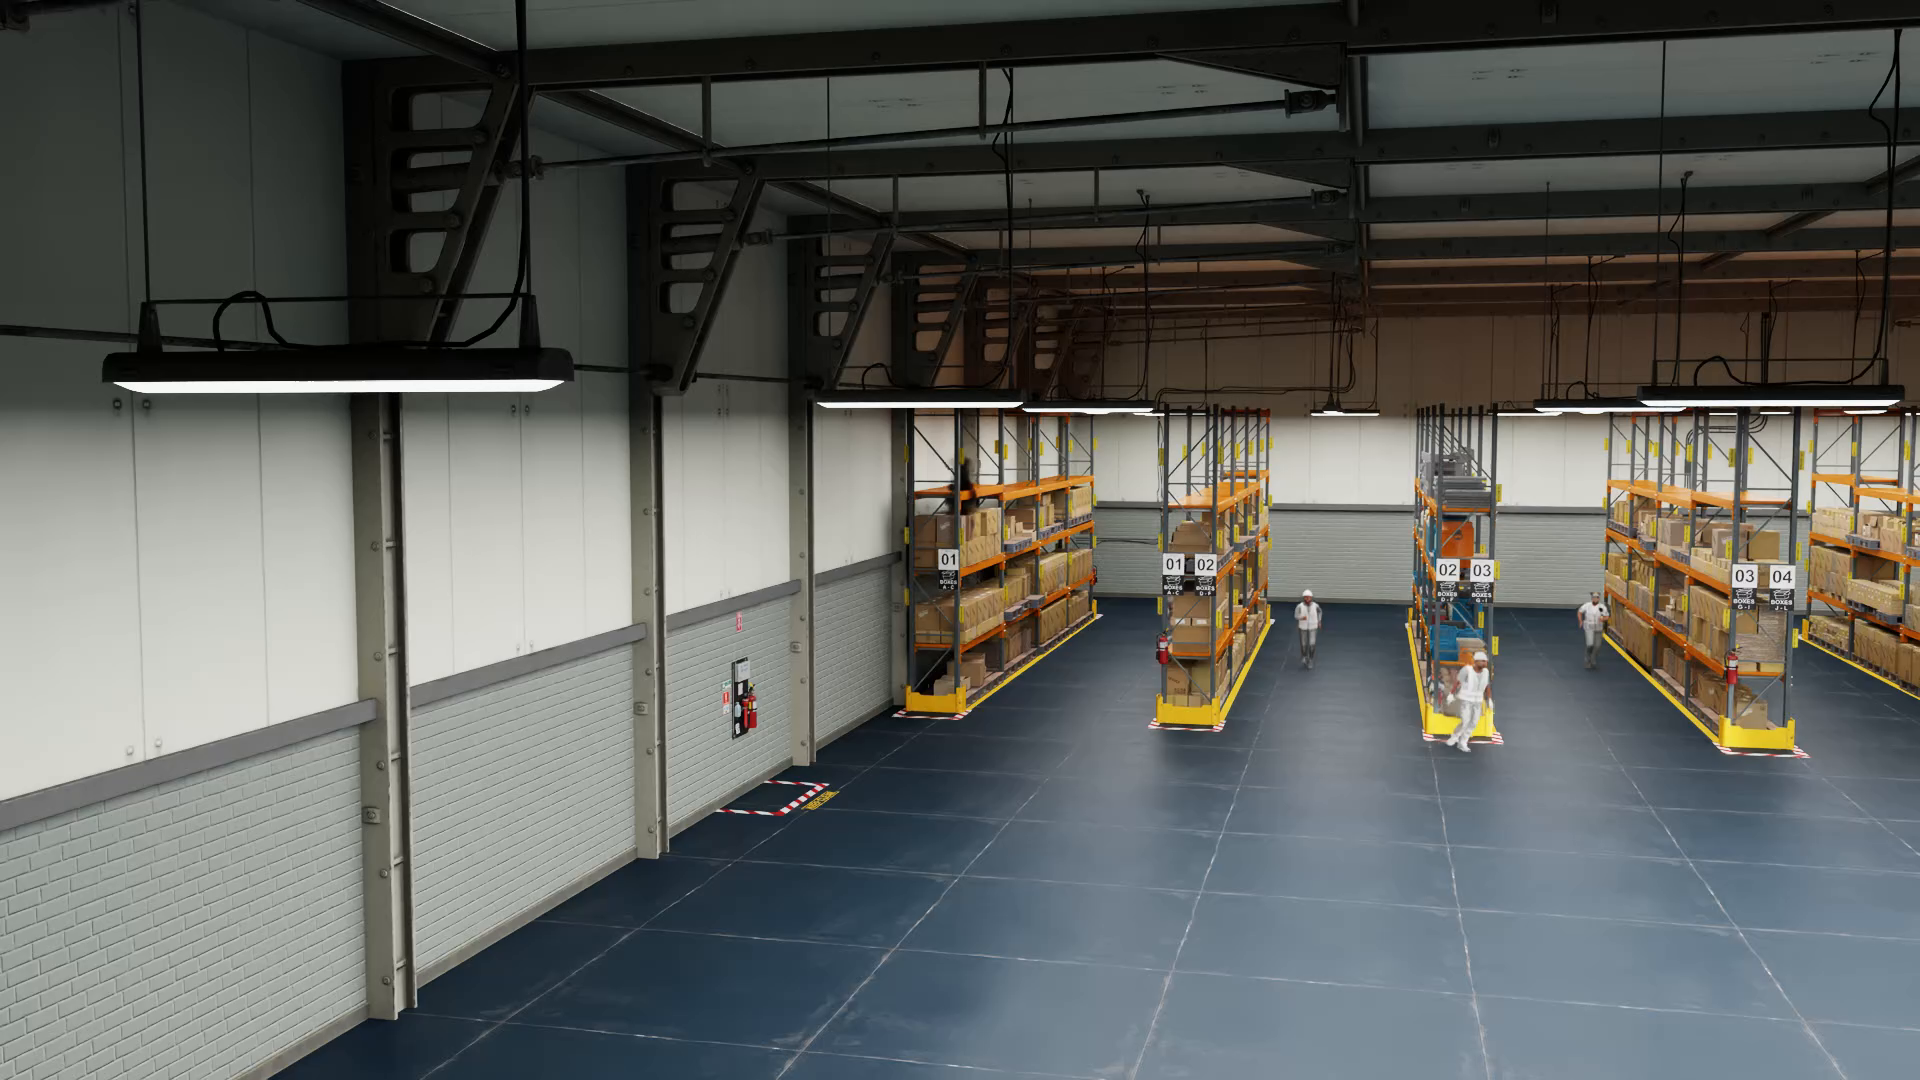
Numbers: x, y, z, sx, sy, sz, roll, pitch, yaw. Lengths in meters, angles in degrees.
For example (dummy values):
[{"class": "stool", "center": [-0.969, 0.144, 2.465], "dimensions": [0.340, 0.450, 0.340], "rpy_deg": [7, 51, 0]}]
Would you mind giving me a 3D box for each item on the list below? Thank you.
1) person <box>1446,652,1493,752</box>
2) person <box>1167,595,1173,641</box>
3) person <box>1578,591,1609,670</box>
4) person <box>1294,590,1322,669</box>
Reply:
[{"class": "person", "center": [8.785, 2.780, 28.635], "dimensions": [0.702, 1.757, 0.596], "rpy_deg": [-1, 4, -19]}, {"class": "person", "center": [5.513, 1.839, 42.777], "dimensions": [0.583, 1.466, 1.034], "rpy_deg": [3, 5, 33]}, {"class": "person", "center": [14.529, 2.075, 38.089], "dimensions": [0.625, 1.820, 0.717], "rpy_deg": [1, 4, 7]}, {"class": "person", "center": [8.005, 2.058, 38.252], "dimensions": [0.634, 1.825, 0.831], "rpy_deg": [1, 4, 11]}]
